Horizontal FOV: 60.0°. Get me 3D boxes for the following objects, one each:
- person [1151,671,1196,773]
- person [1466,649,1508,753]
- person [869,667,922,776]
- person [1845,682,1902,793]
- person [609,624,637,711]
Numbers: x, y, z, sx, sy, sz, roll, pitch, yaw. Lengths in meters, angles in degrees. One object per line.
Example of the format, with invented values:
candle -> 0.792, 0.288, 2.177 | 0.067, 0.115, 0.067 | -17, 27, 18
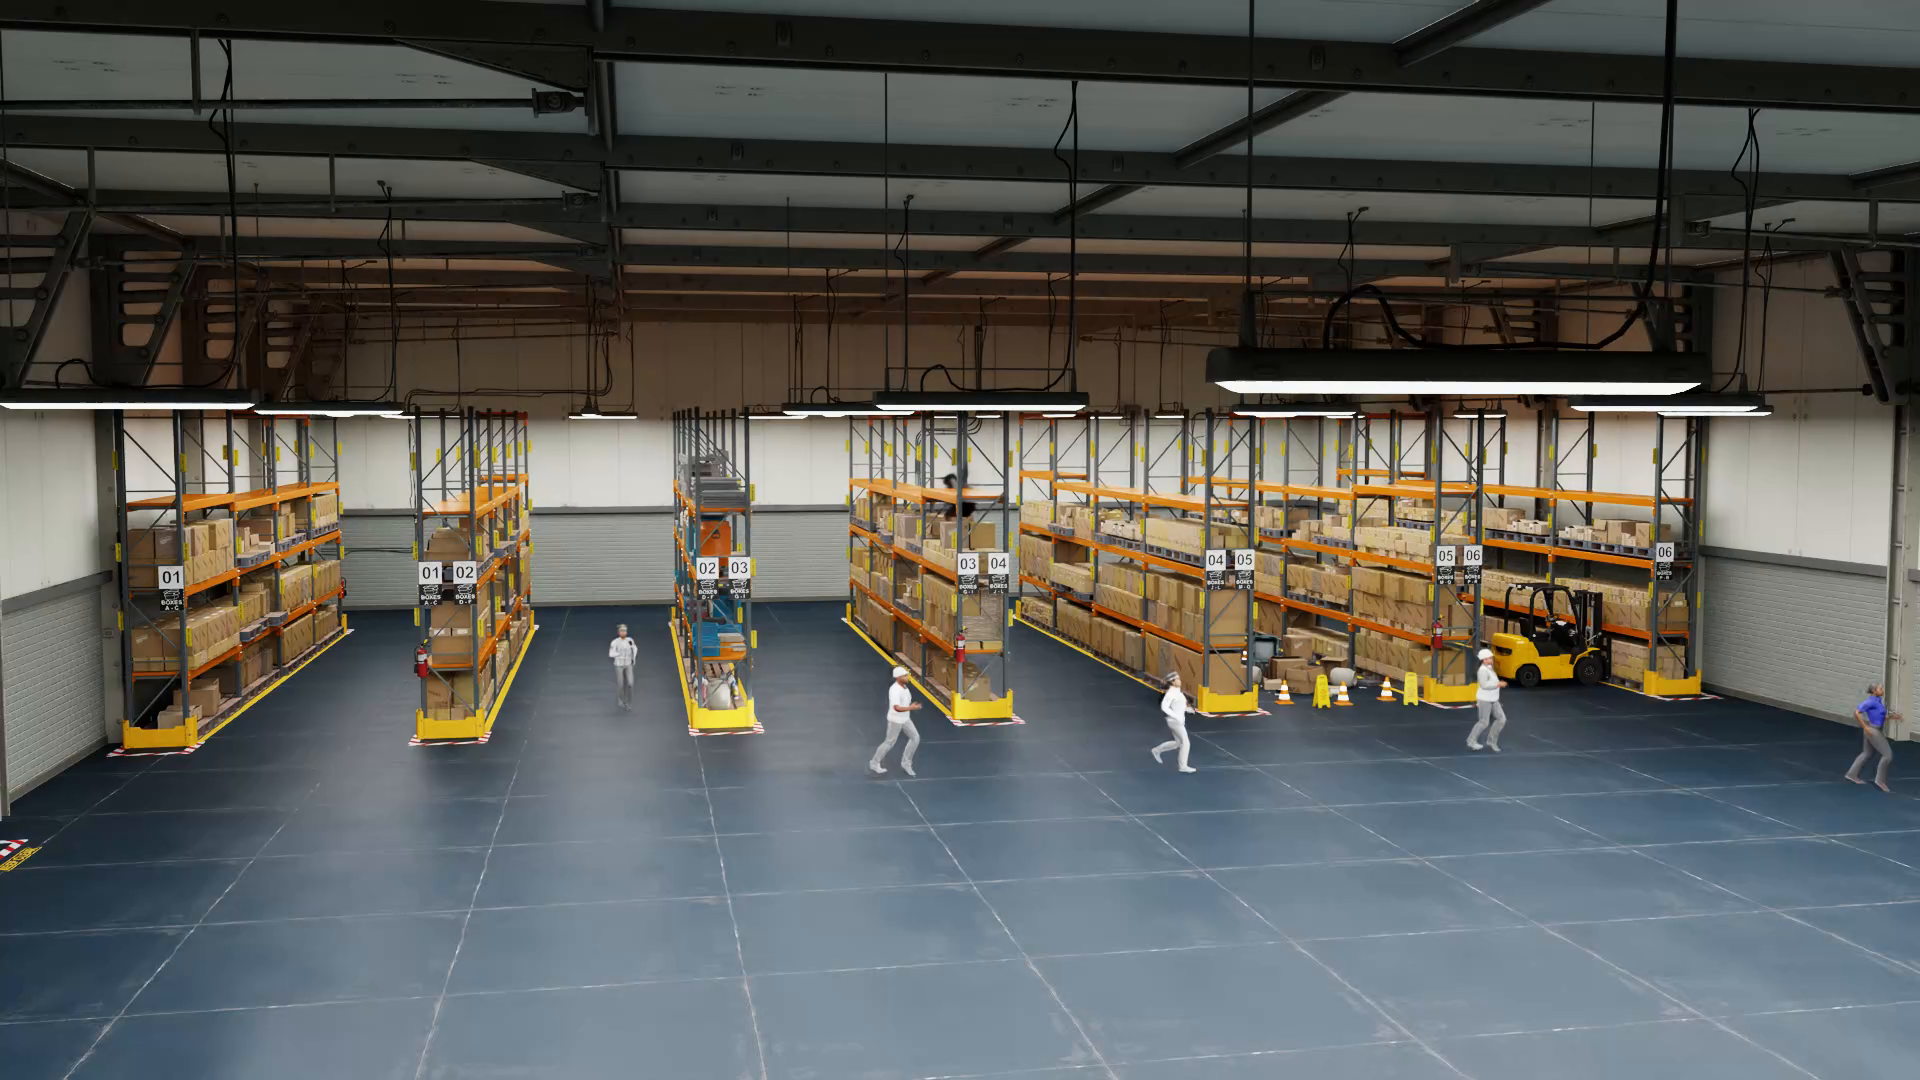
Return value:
person -> 3.486, 2.957, 27.183 | 0.767, 1.660, 0.625 | 1, 4, 18
person -> 9.151, 2.796, 28.792 | 0.711, 1.814, 0.637 | 3, 5, 35
person -> -0.998, 2.935, 26.859 | 0.883, 1.798, 0.710 | 1, 4, 18
person -> 14.221, 3.075, 25.865 | 0.735, 1.695, 0.544 | 3, 5, 33
person -> -6.671, 2.533, 33.047 | 0.592, 1.729, 0.684 | -1, 4, -20
